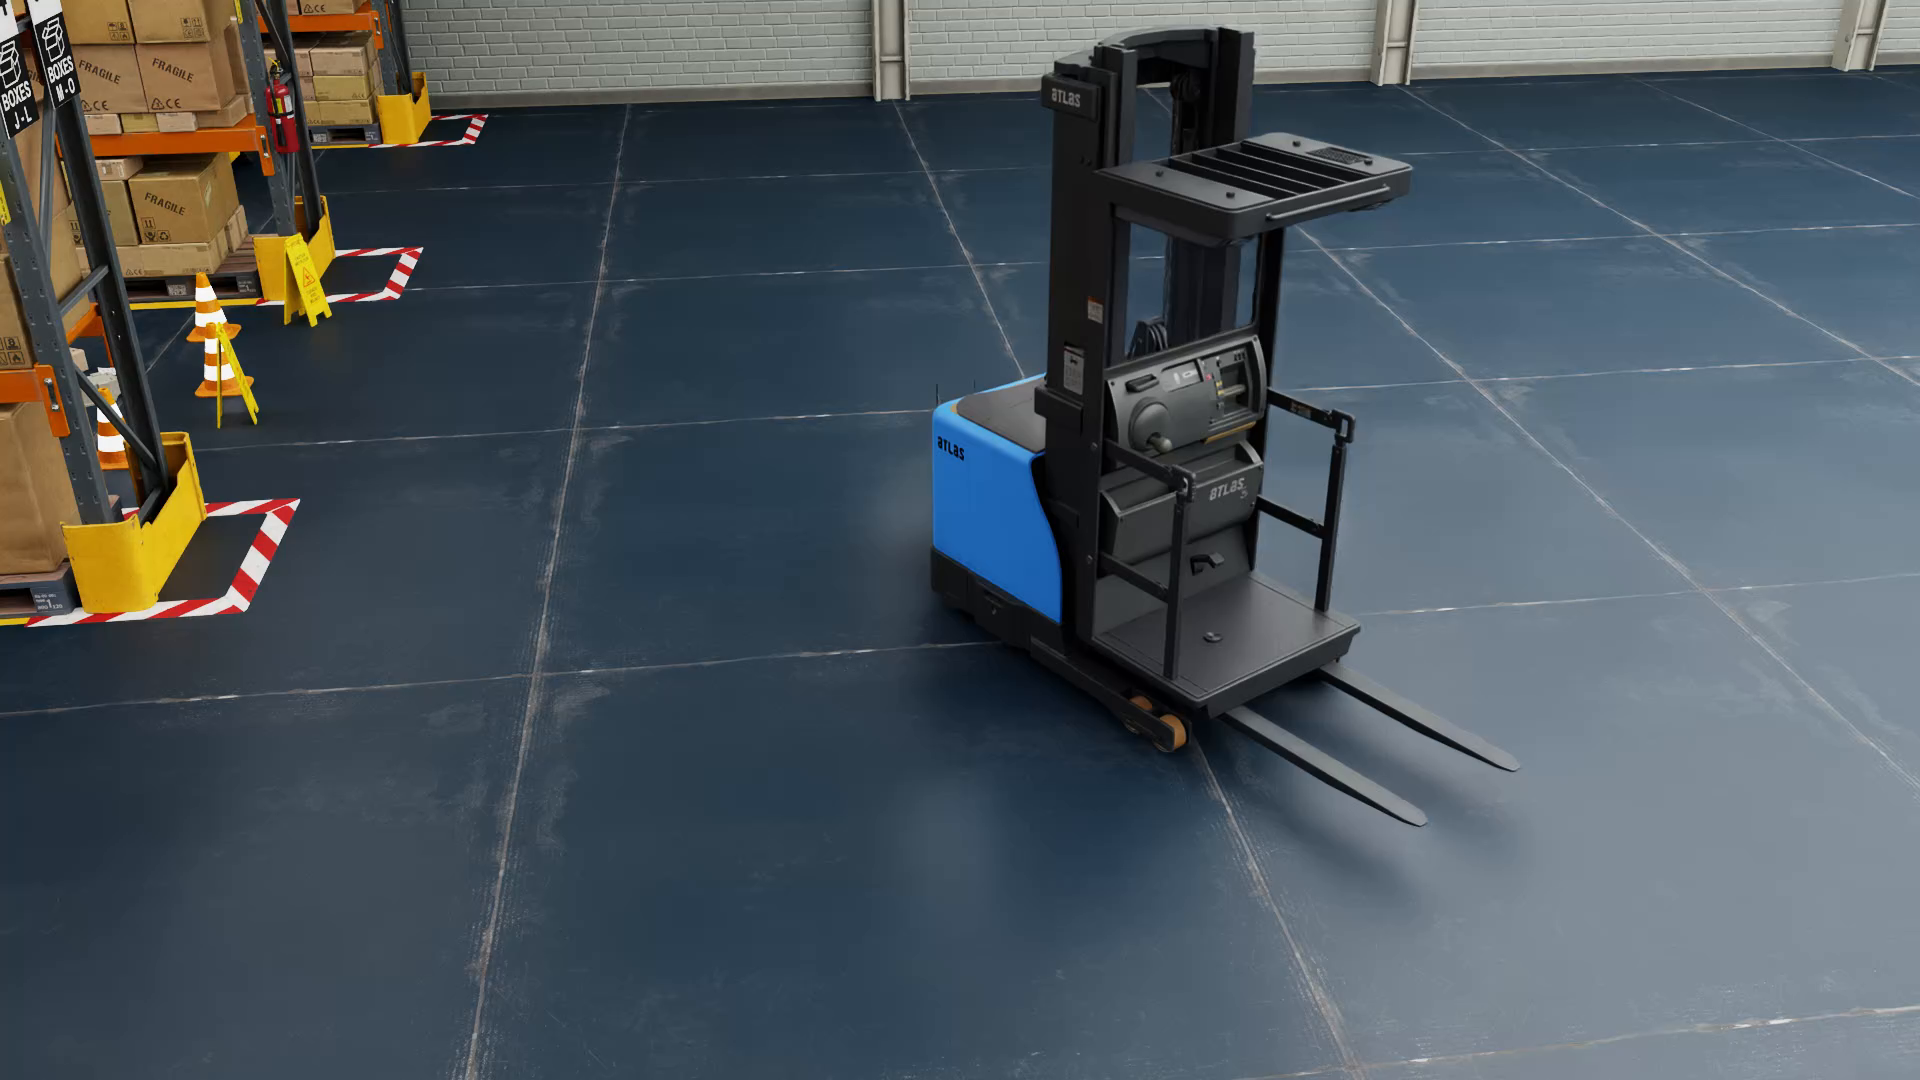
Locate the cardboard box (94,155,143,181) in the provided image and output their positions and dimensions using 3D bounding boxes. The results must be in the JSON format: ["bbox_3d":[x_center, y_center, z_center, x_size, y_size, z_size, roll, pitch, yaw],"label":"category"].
[{"bbox_3d":[-6.333,-2.819,12.477,0.250,0.149,0.380,-3,27,-6],"label":"cardboard box"}]

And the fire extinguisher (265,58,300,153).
[{"bbox_3d":[-5.044,-3.220,12.324,0.183,0.674,0.296,-4,27,-7],"label":"fire extinguisher"}]

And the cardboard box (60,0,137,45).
[{"bbox_3d":[-6.199,-3.917,12.068,0.500,0.500,0.700,-3,27,-7],"label":"cardboard box"}]

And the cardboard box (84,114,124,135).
[{"bbox_3d":[-6.305,-3.120,12.320,0.250,0.149,0.380,-3,27,-6],"label":"cardboard box"}]

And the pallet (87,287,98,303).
[{"bbox_3d":[-7.312,-2.098,13.108,1.213,0.211,1.003,-4,27,-7],"label":"pallet"}]

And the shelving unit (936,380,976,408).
[{"bbox_3d":[-0.008,-0.400,9.044,0.210,0.900,0.258,-4,27,-7],"label":"shelving unit"}]

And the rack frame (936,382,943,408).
[{"bbox_3d":[-0.109,-0.393,9.031,0.006,0.900,0.240,-4,27,-7],"label":"rack frame"}]

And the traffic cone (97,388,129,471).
[{"bbox_3d":[-5.156,-0.704,10.114,0.334,0.463,0.336,-4,27,-7],"label":"traffic cone"}]

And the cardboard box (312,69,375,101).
[{"bbox_3d":[-6.356,-4.713,17.153,0.500,0.250,0.500,-4,27,-8],"label":"cardboard box"}]

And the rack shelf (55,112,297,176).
[{"bbox_3d":[-7.202,-3.008,12.615,4.000,0.370,1.077,-4,27,-7],"label":"rack shelf"}]

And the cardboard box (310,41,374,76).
[{"bbox_3d":[-6.330,-4.937,17.043,0.500,0.250,0.500,-3,27,-5],"label":"cardboard box"}]

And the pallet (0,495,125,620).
[{"bbox_3d":[-5.213,0.103,8.818,1.213,0.211,1.003,-4,27,-7],"label":"pallet"}]

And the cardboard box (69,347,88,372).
[{"bbox_3d":[-6.238,-1.190,11.407,0.250,0.149,0.380,10,29,19],"label":"cardboard box"}]

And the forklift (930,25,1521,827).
[{"bbox_3d":[1.148,-0.614,7.237,1.130,2.935,3.031,-20,33,-33],"label":"forklift"}]

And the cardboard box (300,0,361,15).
[{"bbox_3d":[-6.368,-5.594,16.756,0.500,0.500,0.500,-4,27,-8],"label":"cardboard box"}]

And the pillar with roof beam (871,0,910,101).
[{"bbox_3d":[-0.191,-7.167,13.360,0.400,9.000,9.100,-4,27,-7],"label":"pillar with roof beam"}]

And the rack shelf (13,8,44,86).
[{"bbox_3d":[-6.413,-2.111,7.581,4.000,0.370,1.077,-4,27,-7],"label":"rack shelf"}]

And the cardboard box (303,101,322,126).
[{"bbox_3d":[-6.832,-4.462,17.213,0.500,0.250,0.500,-4,27,-7],"label":"cardboard box"}]

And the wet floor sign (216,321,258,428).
[{"bbox_3d":[-4.679,-1.074,10.635,0.232,0.644,0.267,-8,28,-16],"label":"wet floor sign"}]

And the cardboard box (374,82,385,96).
[{"bbox_3d":[-6.431,-4.720,17.714,0.500,0.250,0.500,-4,27,-7],"label":"cardboard box"}]

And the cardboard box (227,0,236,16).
[{"bbox_3d":[-7.390,-5.532,16.636,0.500,0.500,0.500,-4,27,-8],"label":"cardboard box"}]

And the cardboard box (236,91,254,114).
[{"bbox_3d":[-5.587,-3.416,12.896,0.250,0.149,0.380,-4,27,-7],"label":"cardboard box"}]

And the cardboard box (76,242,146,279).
[{"bbox_3d":[-6.499,-2.216,12.836,0.500,0.250,0.500,-4,27,-7],"label":"cardboard box"}]

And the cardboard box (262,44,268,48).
[{"bbox_3d":[-7.333,-4.865,16.903,0.500,0.250,0.500,-3,27,-6],"label":"cardboard box"}]

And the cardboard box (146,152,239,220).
[{"bbox_3d":[-6.083,-2.824,13.199,0.500,0.500,0.500,-5,28,-9],"label":"cardboard box"}]

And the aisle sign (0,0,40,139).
[{"bbox_3d":[-4.320,-2.250,7.501,0.004,0.787,0.394,-4,27,-7],"label":"aisle sign"}]

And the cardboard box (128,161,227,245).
[{"bbox_3d":[-5.979,-2.584,12.730,0.500,0.500,0.500,-4,27,-7],"label":"cardboard box"}]

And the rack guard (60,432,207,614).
[{"bbox_3d":[-4.408,-0.113,8.923,0.348,0.500,1.175,-4,27,-7],"label":"rack guard"}]

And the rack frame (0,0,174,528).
[{"bbox_3d":[-4.432,-1.224,8.350,0.127,3.000,1.000,-4,27,-7],"label":"rack frame"}]

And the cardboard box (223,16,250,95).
[{"bbox_3d":[-5.730,-3.727,12.793,0.500,0.500,0.500,-4,27,-8],"label":"cardboard box"}]

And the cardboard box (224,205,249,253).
[{"bbox_3d":[-6.059,-2.493,13.374,0.500,0.250,0.500,-4,27,-8],"label":"cardboard box"}]

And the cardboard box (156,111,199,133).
[{"bbox_3d":[-5.798,-3.157,12.392,0.250,0.149,0.380,-4,27,-8],"label":"cardboard box"}]

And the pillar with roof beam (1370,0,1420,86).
[{"bbox_3d":[5.751,-7.548,14.104,0.400,9.000,9.100,-4,27,-7],"label":"pillar with roof beam"}]

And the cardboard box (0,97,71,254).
[{"bbox_3d":[-4.805,-1.765,8.057,0.550,0.550,0.875,-4,27,-7],"label":"cardboard box"}]

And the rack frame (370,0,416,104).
[{"bbox_3d":[-5.917,-5.699,17.071,0.127,3.000,1.000,-4,27,-7],"label":"rack frame"}]

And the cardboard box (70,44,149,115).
[{"bbox_3d":[-6.217,-3.443,12.240,0.500,0.500,0.500,-4,27,-7],"label":"cardboard box"}]

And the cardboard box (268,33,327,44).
[{"bbox_3d":[-6.914,-5.129,17.417,0.500,0.250,0.500,-4,27,-7],"label":"cardboard box"}]

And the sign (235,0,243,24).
[{"bbox_3d":[-5.164,-3.859,11.871,0.005,0.325,0.100,-4,27,-7],"label":"sign"}]

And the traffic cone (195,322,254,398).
[{"bbox_3d":[-4.977,-1.236,11.152,0.334,0.463,0.336,-4,27,-7],"label":"traffic cone"}]
